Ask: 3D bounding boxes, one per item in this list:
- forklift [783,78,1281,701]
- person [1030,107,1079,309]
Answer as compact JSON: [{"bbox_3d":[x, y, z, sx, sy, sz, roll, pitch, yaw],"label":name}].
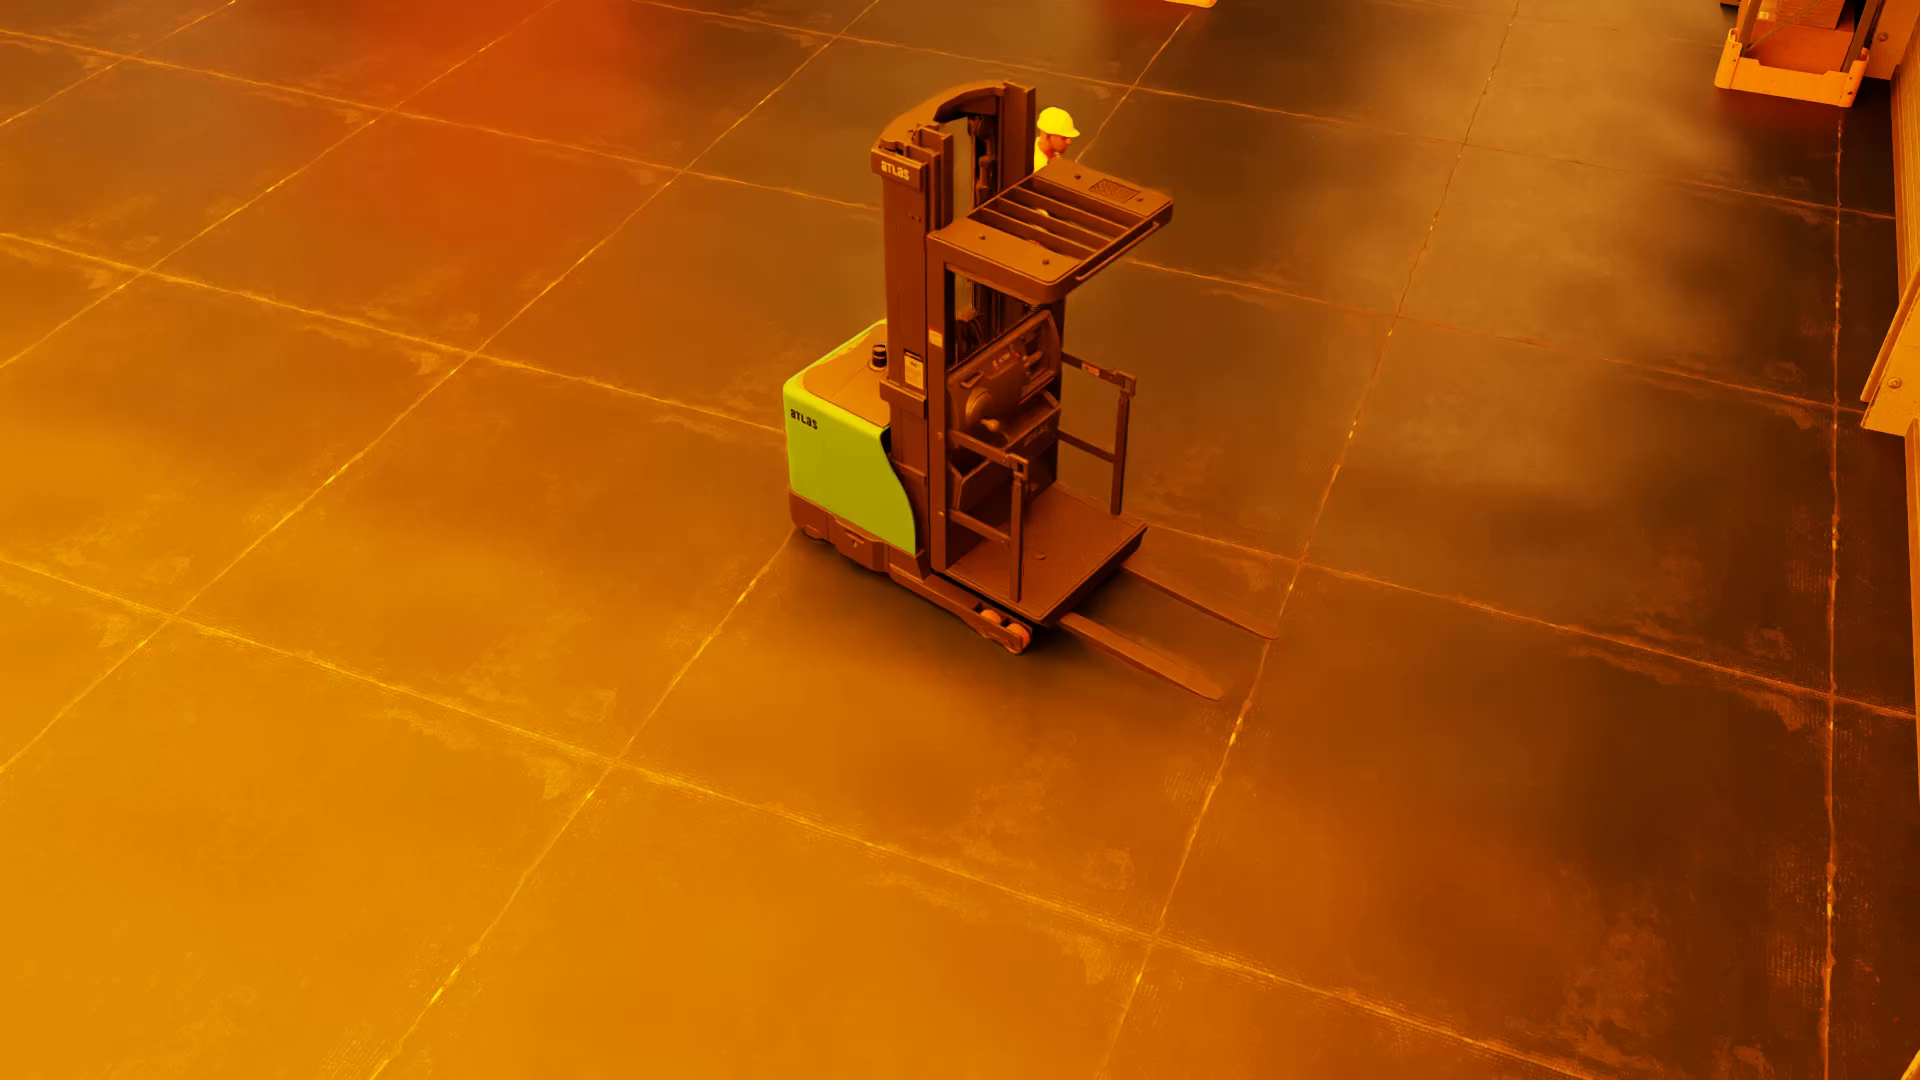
[{"bbox_3d":[0.412,-0.866,9.041,3.031,2.935,1.130,27,47,29],"label":"forklift"},{"bbox_3d":[0.567,-2.146,11.486,0.448,1.759,0.678,8,41,9],"label":"person"}]
